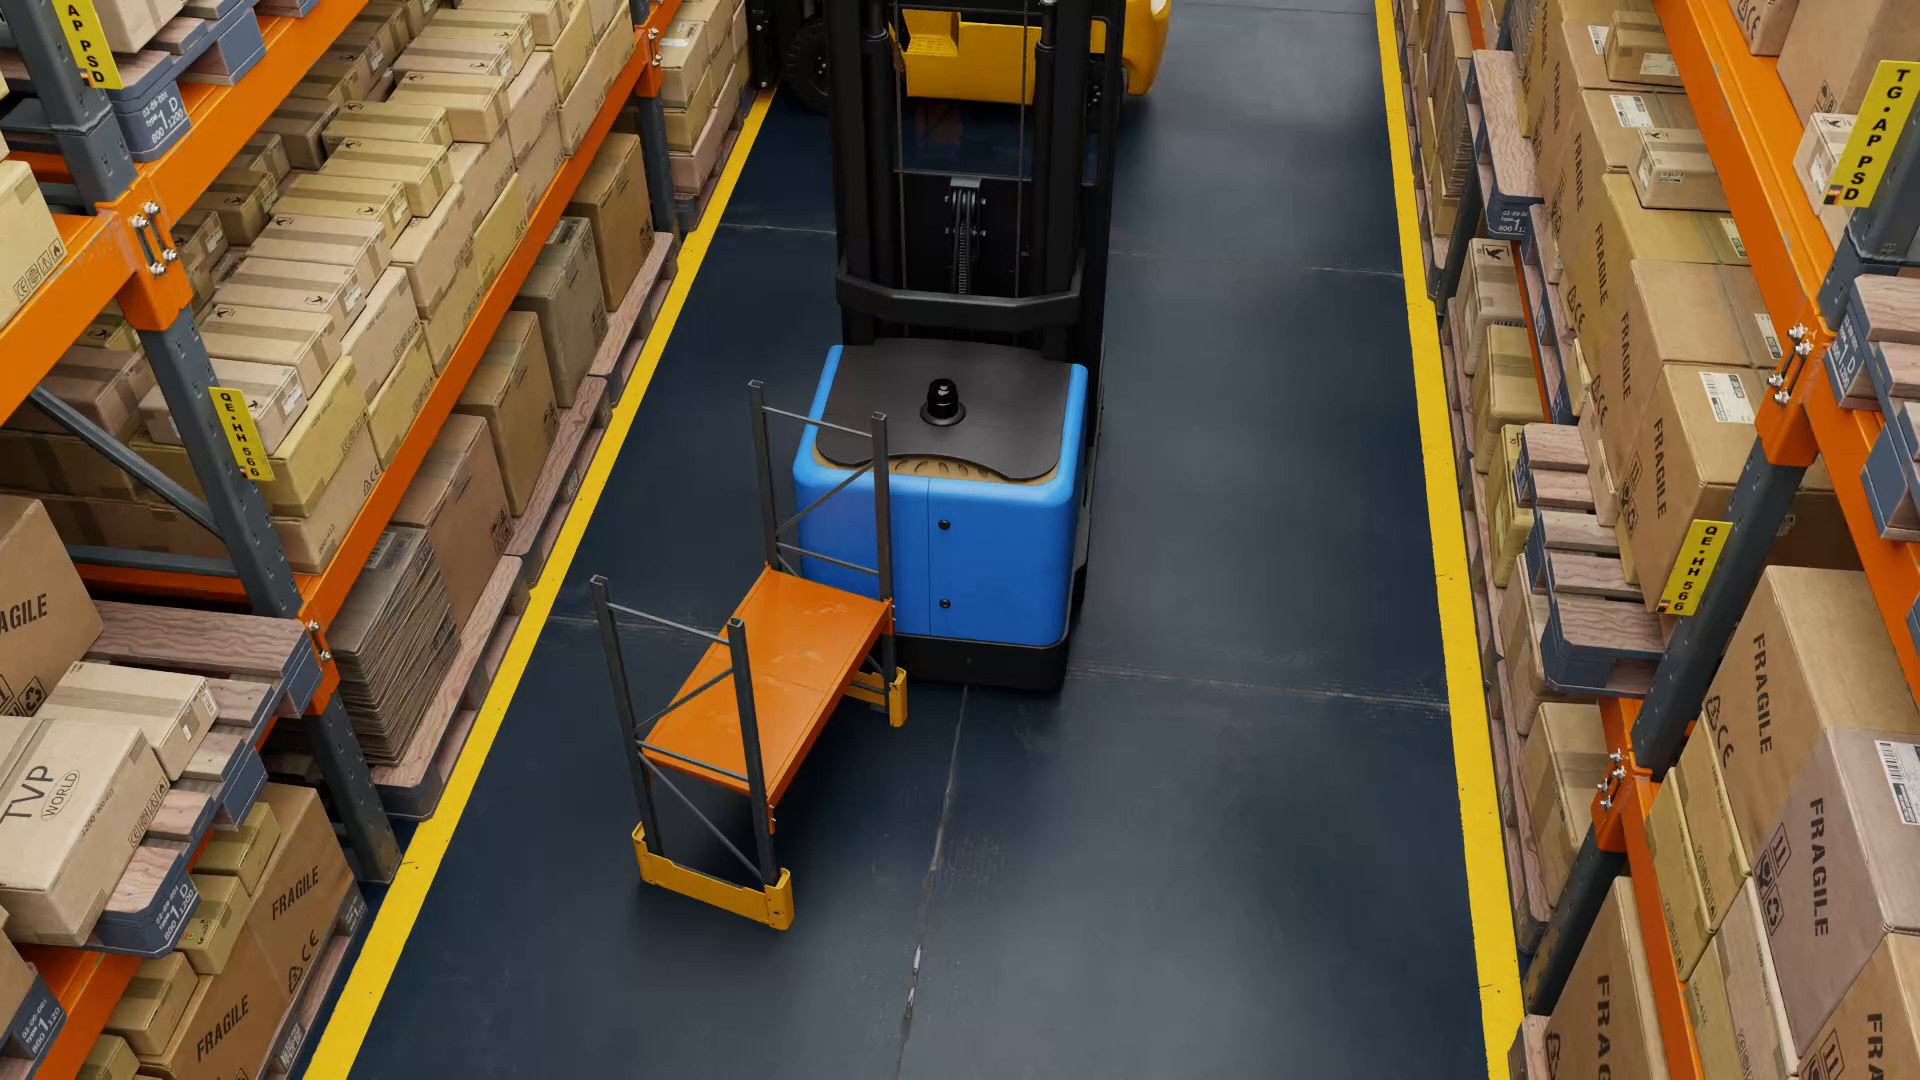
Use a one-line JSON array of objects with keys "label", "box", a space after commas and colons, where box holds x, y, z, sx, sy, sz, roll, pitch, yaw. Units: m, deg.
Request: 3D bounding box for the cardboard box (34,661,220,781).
[{"label": "cardboard box", "box": [-2.230, 0.481, 4.438, 0.380, 0.149, 0.250, 6, 44, 6]}]

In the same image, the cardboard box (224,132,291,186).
[{"label": "cardboard box", "box": [-2.637, -1.334, 5.933, 0.380, 0.149, 0.250, 5, 44, 5]}]

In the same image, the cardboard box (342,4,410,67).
[{"label": "cardboard box", "box": [-2.446, -2.027, 6.665, 0.380, 0.149, 0.250, 5, 44, 5]}]

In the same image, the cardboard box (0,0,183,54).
[{"label": "cardboard box", "box": [-2.176, -1.344, 4.098, 0.380, 0.166, 0.250, 5, 44, 5]}]

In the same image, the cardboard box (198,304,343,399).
[{"label": "cardboard box", "box": [-2.155, -0.585, 5.142, 0.380, 0.149, 0.250, 6, 44, 6]}]

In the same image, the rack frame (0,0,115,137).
[{"label": "rack frame", "box": [-2.523, -2.119, 2.943, 1.000, 3.000, 0.127, 5, 44, 6]}]

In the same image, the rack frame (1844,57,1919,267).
[{"label": "rack frame", "box": [2.398, -1.670, 2.469, 1.000, 3.000, 0.127, 5, 44, 6]}]

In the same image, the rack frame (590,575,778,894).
[{"label": "rack frame", "box": [-0.863, 0.722, 5.397, 0.500, 1.500, 0.032, 16, 46, 16]}]

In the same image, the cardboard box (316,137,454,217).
[{"label": "cardboard box", "box": [-2.029, -1.283, 5.879, 0.380, 0.149, 0.250, 6, 44, 6]}]

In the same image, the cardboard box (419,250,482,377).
[{"label": "cardboard box", "box": [-2.090, -0.860, 6.086, 0.500, 0.250, 0.500, 4, 44, 4]}]

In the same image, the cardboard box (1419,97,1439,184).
[{"label": "cardboard box", "box": [2.799, -2.163, 9.047, 0.500, 0.250, 0.500, 4, 44, 4]}]

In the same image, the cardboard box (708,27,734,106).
[{"label": "cardboard box", "box": [-1.560, -2.647, 9.195, 0.500, 0.250, 0.500, 5, 44, 5]}]

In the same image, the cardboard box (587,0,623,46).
[{"label": "cardboard box", "box": [-1.806, -2.436, 7.386, 0.500, 0.250, 0.500, 4, 44, 5]}]

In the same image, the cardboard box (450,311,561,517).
[{"label": "cardboard box", "box": [-2.260, -0.560, 7.081, 0.875, 0.625, 0.625, 4, 44, 4]}]

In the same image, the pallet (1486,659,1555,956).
[{"label": "pallet", "box": [2.502, 0.988, 6.053, 1.003, 0.211, 1.213, 5, 44, 6]}]

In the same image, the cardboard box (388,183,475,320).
[{"label": "cardboard box", "box": [-2.068, -1.044, 5.916, 0.500, 0.250, 0.500, 4, 44, 4]}]

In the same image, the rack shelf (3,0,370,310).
[{"label": "rack shelf", "box": [-2.259, -2.132, 5.661, 1.077, 0.370, 4.000, 5, 44, 6]}]

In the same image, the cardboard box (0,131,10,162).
[{"label": "cardboard box", "box": [-2.331, -0.857, 3.610, 0.380, 0.149, 0.250, 6, 44, 6]}]

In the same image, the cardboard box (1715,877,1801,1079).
[{"label": "cardboard box", "box": [2.016, 1.056, 3.699, 0.500, 0.250, 0.500, 6, 44, 7]}]

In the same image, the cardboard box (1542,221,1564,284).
[{"label": "cardboard box", "box": [2.340, -1.046, 6.050, 0.380, 0.149, 0.250, 7, 44, 7]}]

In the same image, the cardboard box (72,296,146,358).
[{"label": "cardboard box", "box": [-2.757, -0.641, 5.201, 0.380, 0.149, 0.250, 6, 44, 7]}]

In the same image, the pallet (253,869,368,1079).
[{"label": "pallet", "box": [-2.659, 1.577, 5.431, 1.003, 0.211, 1.213, 5, 44, 6]}]

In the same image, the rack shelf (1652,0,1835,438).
[{"label": "rack shelf", "box": [2.662, -1.683, 5.187, 1.077, 0.370, 4.000, 5, 44, 6]}]

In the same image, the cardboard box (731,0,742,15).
[{"label": "cardboard box", "box": [-1.487, -3.173, 9.386, 0.500, 0.250, 0.500, 7, 44, 7]}]

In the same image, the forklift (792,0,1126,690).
[{"label": "forklift", "box": [0.083, -1.494, 6.696, 1.130, 2.935, 3.031, 5, 44, 5]}]

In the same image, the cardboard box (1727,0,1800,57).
[{"label": "cardboard box", "box": [2.571, -1.661, 4.566, 0.797, 0.503, 0.637, 5, 44, 6]}]

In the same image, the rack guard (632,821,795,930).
[{"label": "rack guard", "box": [-0.863, 1.175, 5.827, 0.587, 0.250, 0.087, 16, 46, 16]}]

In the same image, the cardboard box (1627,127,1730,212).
[{"label": "cardboard box", "box": [2.334, -1.165, 5.232, 0.380, 0.149, 0.250, 3, 44, 4]}]

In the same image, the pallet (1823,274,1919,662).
[{"label": "pallet", "box": [2.365, -0.069, 3.097, 1.213, 0.211, 1.003, 7, 44, 7]}]

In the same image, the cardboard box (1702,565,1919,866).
[{"label": "cardboard box", "box": [2.090, 0.423, 3.822, 0.500, 0.500, 0.500, 4, 44, 4]}]

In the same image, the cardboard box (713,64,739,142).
[{"label": "cardboard box", "box": [-1.550, -2.468, 9.369, 0.500, 0.250, 0.500, 4, 44, 5]}]

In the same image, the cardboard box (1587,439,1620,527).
[{"label": "cardboard box", "box": [2.160, -0.163, 5.118, 0.380, 0.149, 0.250, 5, 44, 5]}]

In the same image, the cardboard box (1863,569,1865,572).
[{"label": "cardboard box", "box": [2.687, -0.074, 4.552, 0.500, 0.500, 0.500, 4, 44, 4]}]

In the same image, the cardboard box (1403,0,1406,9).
[{"label": "cardboard box", "box": [3.074, -3.574, 10.537, 0.500, 0.250, 0.500, 5, 44, 5]}]

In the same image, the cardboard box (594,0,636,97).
[{"label": "cardboard box", "box": [-1.802, -2.245, 7.548, 0.500, 0.250, 0.500, 6, 44, 6]}]

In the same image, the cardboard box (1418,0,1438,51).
[{"label": "cardboard box", "box": [2.933, -3.132, 9.525, 0.500, 0.500, 0.500, 6, 44, 6]}]

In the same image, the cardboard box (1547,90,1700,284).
[{"label": "cardboard box", "box": [2.378, -1.193, 5.734, 0.500, 0.500, 0.500, 4, 44, 4]}]

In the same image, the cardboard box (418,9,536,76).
[{"label": "cardboard box", "box": [-1.920, -1.982, 6.617, 0.380, 0.149, 0.250, 4, 44, 5]}]

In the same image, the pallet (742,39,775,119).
[{"label": "pallet", "box": [-1.689, -3.026, 10.292, 1.003, 0.211, 1.213, 5, 44, 6]}]

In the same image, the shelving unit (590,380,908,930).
[{"label": "shelving unit", "box": [-0.675, 0.404, 5.733, 0.587, 1.500, 1.083, 16, 46, 16]}]

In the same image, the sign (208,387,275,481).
[{"label": "sign", "box": [-1.984, -0.289, 4.589, 0.100, 0.325, 0.005, 5, 44, 6]}]

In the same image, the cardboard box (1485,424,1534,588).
[{"label": "cardboard box", "box": [2.678, -0.094, 6.774, 0.950, 0.372, 0.625, 7, 44, 7]}]

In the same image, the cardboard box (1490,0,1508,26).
[{"label": "cardboard box", "box": [2.739, -2.688, 7.618, 0.500, 0.500, 0.500, 4, 44, 4]}]

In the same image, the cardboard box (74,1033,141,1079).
[{"label": "cardboard box", "box": [-2.501, 1.479, 4.547, 0.380, 0.149, 0.250, 6, 44, 7]}]

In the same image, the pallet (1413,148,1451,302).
[{"label": "pallet", "box": [2.980, -1.666, 8.856, 1.003, 0.211, 1.213, 5, 44, 6]}]

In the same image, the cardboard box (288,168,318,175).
[{"label": "cardboard box", "box": [-2.530, -1.431, 6.325, 0.500, 0.250, 0.500, 4, 44, 5]}]
